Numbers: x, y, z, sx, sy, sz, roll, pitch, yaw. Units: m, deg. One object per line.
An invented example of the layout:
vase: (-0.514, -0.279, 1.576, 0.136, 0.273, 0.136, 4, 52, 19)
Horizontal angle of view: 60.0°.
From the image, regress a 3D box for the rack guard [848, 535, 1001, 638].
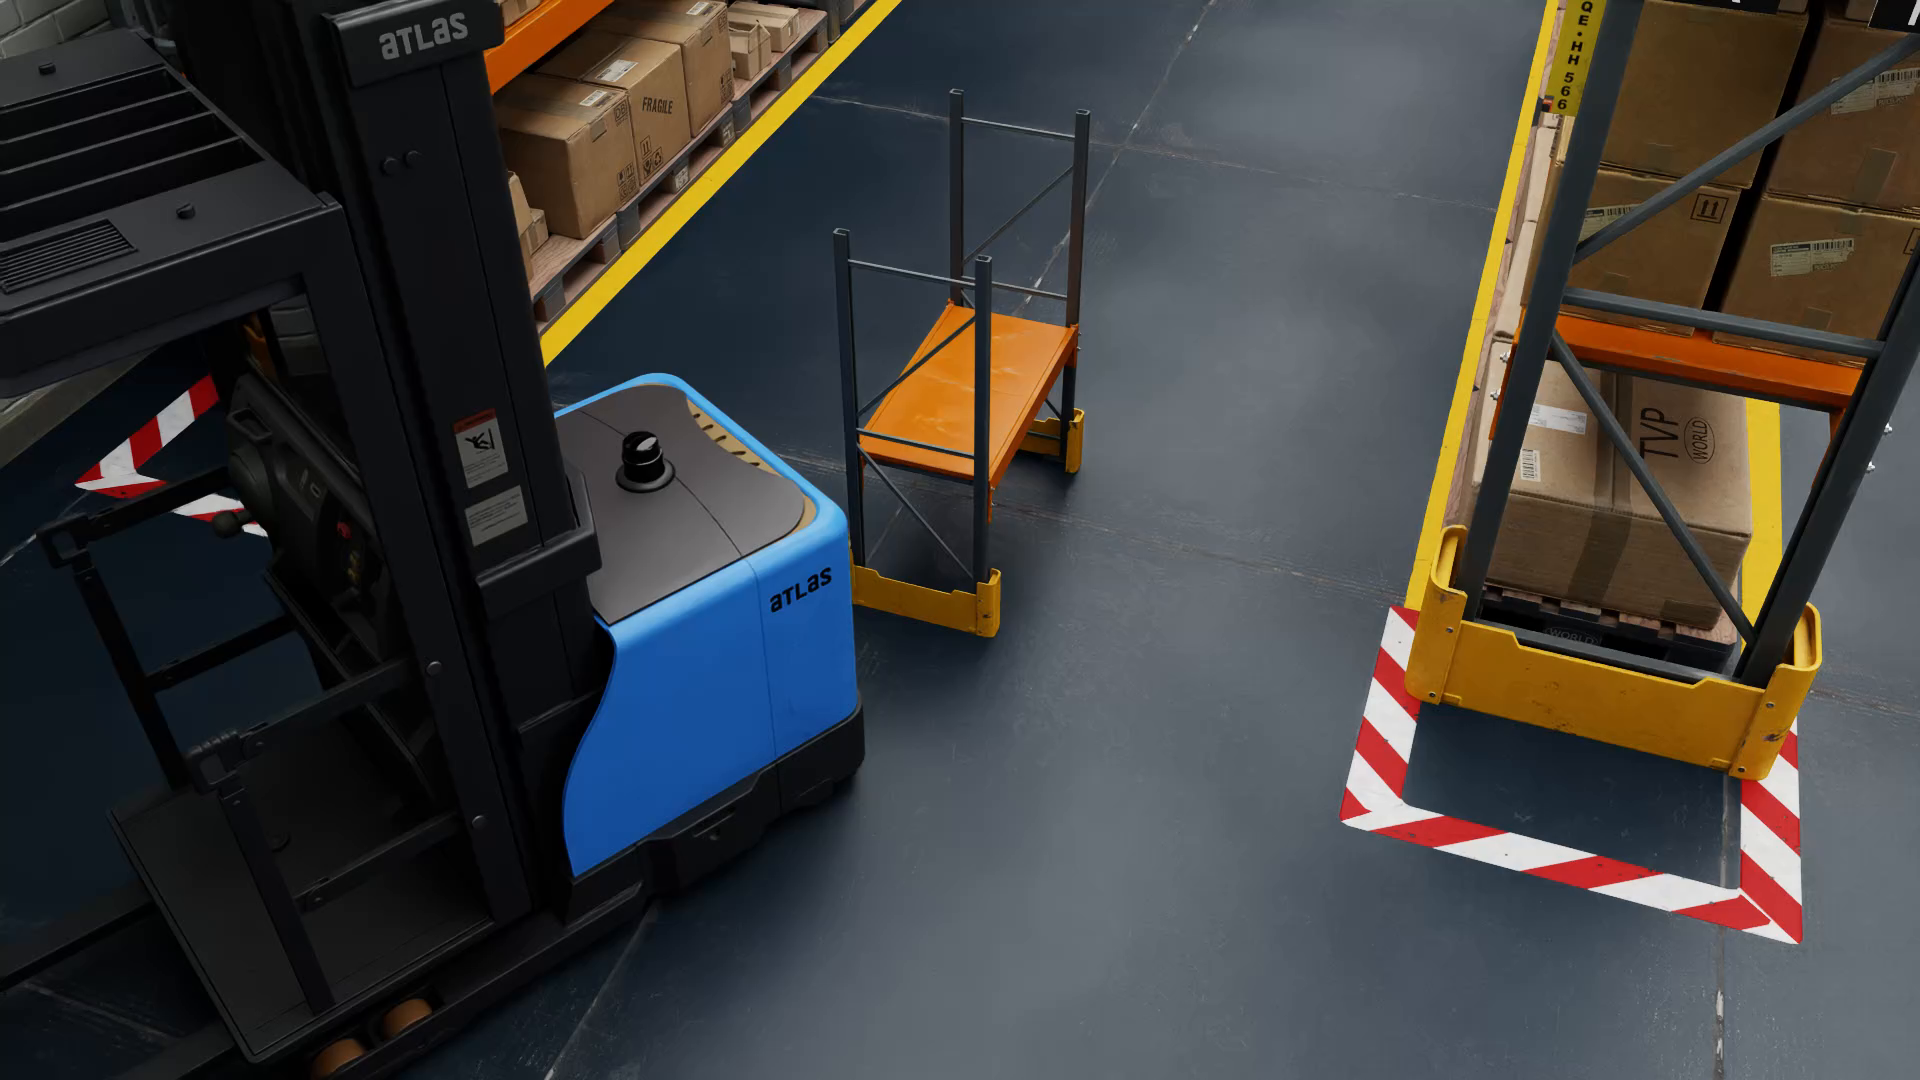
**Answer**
rack guard: (-0.144, 0.162, 5.867, 0.587, 0.250, 0.087, 13, 42, 15)

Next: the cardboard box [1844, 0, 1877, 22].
cardboard box: (2.493, -1.424, 4.260, 0.380, 0.149, 0.250, 14, 42, 16)

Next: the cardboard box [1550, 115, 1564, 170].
cardboard box: (2.213, -1.297, 5.382, 0.500, 0.500, 0.500, 12, 42, 14)

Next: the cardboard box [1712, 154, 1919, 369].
cardboard box: (2.545, -0.871, 4.882, 0.500, 0.500, 0.500, 13, 42, 15)

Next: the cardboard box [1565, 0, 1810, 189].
cardboard box: (2.052, -1.369, 4.696, 0.500, 0.500, 0.500, 15, 43, 16)

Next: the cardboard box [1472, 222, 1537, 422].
cardboard box: (2.548, -0.773, 6.496, 0.875, 0.438, 0.875, 14, 43, 16)

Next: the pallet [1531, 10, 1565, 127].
pallet: (3.672, -2.470, 8.982, 1.003, 0.211, 1.213, 13, 42, 15)

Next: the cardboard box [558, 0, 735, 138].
cardboard box: (-1.573, -2.410, 8.366, 0.700, 0.500, 0.500, 12, 42, 13)

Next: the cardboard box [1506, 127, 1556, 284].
cardboard box: (2.858, -1.323, 7.140, 0.875, 0.438, 0.875, 12, 42, 14)

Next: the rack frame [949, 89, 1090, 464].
rack frame: (0.203, -0.933, 6.188, 0.500, 1.500, 0.032, 13, 42, 15)

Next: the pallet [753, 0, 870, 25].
pallet: (-0.944, -3.586, 10.291, 1.003, 0.211, 1.213, 13, 42, 15)

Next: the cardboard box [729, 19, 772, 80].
cardboard box: (-1.223, -2.639, 8.816, 0.396, 0.266, 0.258, 15, 43, 17)

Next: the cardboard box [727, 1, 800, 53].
cardboard box: (-1.101, -2.813, 9.109, 0.380, 0.149, 0.250, 12, 42, 14)

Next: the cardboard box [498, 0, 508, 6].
cardboard box: (-1.974, -2.283, 6.502, 0.500, 0.250, 0.500, 14, 42, 16)

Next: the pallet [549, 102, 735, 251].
pallet: (-1.838, -1.916, 8.334, 1.003, 0.211, 1.213, 13, 42, 15)

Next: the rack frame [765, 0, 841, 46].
rack frame: (-1.187, -4.143, 8.794, 1.000, 3.000, 0.127, 13, 42, 15)

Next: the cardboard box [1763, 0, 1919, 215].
cardboard box: (2.543, -1.251, 4.558, 0.500, 0.500, 0.500, 12, 42, 14)

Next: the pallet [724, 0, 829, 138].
pallet: (-1.423, -2.663, 9.209, 1.003, 0.211, 1.213, 13, 42, 15)

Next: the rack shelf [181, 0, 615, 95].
rack shelf: (-1.871, -2.649, 7.598, 1.077, 0.370, 4.000, 13, 42, 15)

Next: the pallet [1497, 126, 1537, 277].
pallet: (3.145, -1.536, 7.888, 1.003, 0.211, 1.213, 13, 42, 15)

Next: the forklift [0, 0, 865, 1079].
forklift: (-1.757, 0.004, 3.987, 3.031, 2.935, 1.130, -29, 48, -29)

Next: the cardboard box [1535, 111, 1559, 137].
cardboard box: (3.163, -1.869, 7.780, 0.875, 0.438, 0.875, 13, 42, 14)

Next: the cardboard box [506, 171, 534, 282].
cardboard box: (-2.257, -1.265, 7.021, 0.797, 0.503, 0.637, 12, 42, 13)

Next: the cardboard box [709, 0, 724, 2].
cardboard box: (-1.635, -2.929, 9.120, 0.500, 0.311, 0.500, 15, 43, 17)

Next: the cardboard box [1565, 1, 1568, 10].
cardboard box: (3.917, -3.343, 9.171, 0.875, 0.875, 0.875, 14, 43, 16)

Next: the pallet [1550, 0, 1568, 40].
pallet: (4.087, -3.216, 9.857, 1.003, 0.211, 1.213, 13, 42, 15)

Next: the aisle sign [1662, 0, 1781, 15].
aisle sign: (1.795, -1.617, 3.832, 0.394, 0.787, 0.004, 13, 42, 15)

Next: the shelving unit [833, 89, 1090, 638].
shelving unit: (0.026, -0.617, 5.818, 0.587, 1.500, 1.083, 13, 42, 15)

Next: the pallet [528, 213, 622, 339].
pallet: (-2.257, -1.175, 7.464, 1.003, 0.211, 1.213, 13, 42, 15)

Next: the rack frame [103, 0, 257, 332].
rack frame: (-2.555, -1.703, 5.935, 1.000, 3.000, 0.127, 13, 42, 15)

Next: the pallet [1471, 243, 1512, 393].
pallet: (2.730, -0.789, 7.012, 1.003, 0.211, 1.213, 13, 42, 15)

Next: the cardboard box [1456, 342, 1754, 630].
cardboard box: (2.243, -0.213, 5.839, 0.875, 0.438, 0.875, 12, 42, 14)

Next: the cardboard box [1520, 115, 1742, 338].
cardboard box: (2.027, -0.994, 5.027, 0.500, 0.500, 0.500, 14, 42, 15)

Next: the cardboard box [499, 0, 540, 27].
cardboard box: (-1.940, -2.221, 6.736, 0.380, 0.149, 0.250, 15, 43, 16)

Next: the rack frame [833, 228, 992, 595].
rack frame: (-0.145, -0.313, 5.461, 0.500, 1.500, 0.032, 13, 42, 15)

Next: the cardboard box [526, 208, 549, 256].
cardboard box: (-2.075, -1.381, 7.430, 0.380, 0.149, 0.250, 12, 42, 13)

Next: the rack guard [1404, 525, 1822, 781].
rack guard: (2.103, 0.362, 5.440, 1.175, 0.500, 0.348, 13, 42, 15)

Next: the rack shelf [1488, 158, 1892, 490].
rack shelf: (2.795, -1.550, 6.309, 1.077, 0.370, 4.000, 13, 42, 15)

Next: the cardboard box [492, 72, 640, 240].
cardboard box: (-1.928, -1.776, 7.623, 0.700, 0.500, 0.500, 15, 43, 17)

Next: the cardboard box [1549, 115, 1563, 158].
cardboard box: (2.380, -1.613, 5.753, 0.500, 0.500, 0.500, 14, 43, 16)

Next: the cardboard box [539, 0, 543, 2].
cardboard box: (-1.854, -2.384, 6.927, 0.380, 0.149, 0.250, 14, 42, 16)

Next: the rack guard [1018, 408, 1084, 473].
rack guard: (0.196, -0.445, 6.579, 0.587, 0.250, 0.087, 13, 42, 15)

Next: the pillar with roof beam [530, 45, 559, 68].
pillar with roof beam: (1.773, -5.245, 5.464, 9.100, 9.000, 0.400, 13, 42, 15)

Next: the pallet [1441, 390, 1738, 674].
pallet: (2.311, -0.048, 6.143, 1.003, 0.211, 1.213, 13, 42, 15)

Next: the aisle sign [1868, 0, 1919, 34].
aisle sign: (2.359, -1.484, 3.676, 0.394, 0.787, 0.004, 13, 42, 15)

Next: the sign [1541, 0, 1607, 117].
sign: (1.606, -1.263, 4.345, 0.100, 0.325, 0.005, 13, 42, 15)

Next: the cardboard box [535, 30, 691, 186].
cardboard box: (-1.653, -2.077, 7.975, 0.500, 0.500, 0.500, 14, 42, 16)

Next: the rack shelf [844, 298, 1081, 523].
rack shelf: (0.029, -0.486, 5.941, 0.538, 0.185, 1.000, 13, 42, 15)

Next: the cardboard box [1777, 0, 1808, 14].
cardboard box: (2.046, -1.532, 4.387, 0.380, 0.149, 0.250, 14, 42, 16)

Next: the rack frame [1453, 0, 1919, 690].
rack frame: (2.111, -0.603, 4.646, 1.000, 3.000, 0.127, 13, 42, 15)

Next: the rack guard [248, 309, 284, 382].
rack guard: (-2.529, -0.798, 6.800, 1.175, 0.500, 0.348, 13, 42, 15)
